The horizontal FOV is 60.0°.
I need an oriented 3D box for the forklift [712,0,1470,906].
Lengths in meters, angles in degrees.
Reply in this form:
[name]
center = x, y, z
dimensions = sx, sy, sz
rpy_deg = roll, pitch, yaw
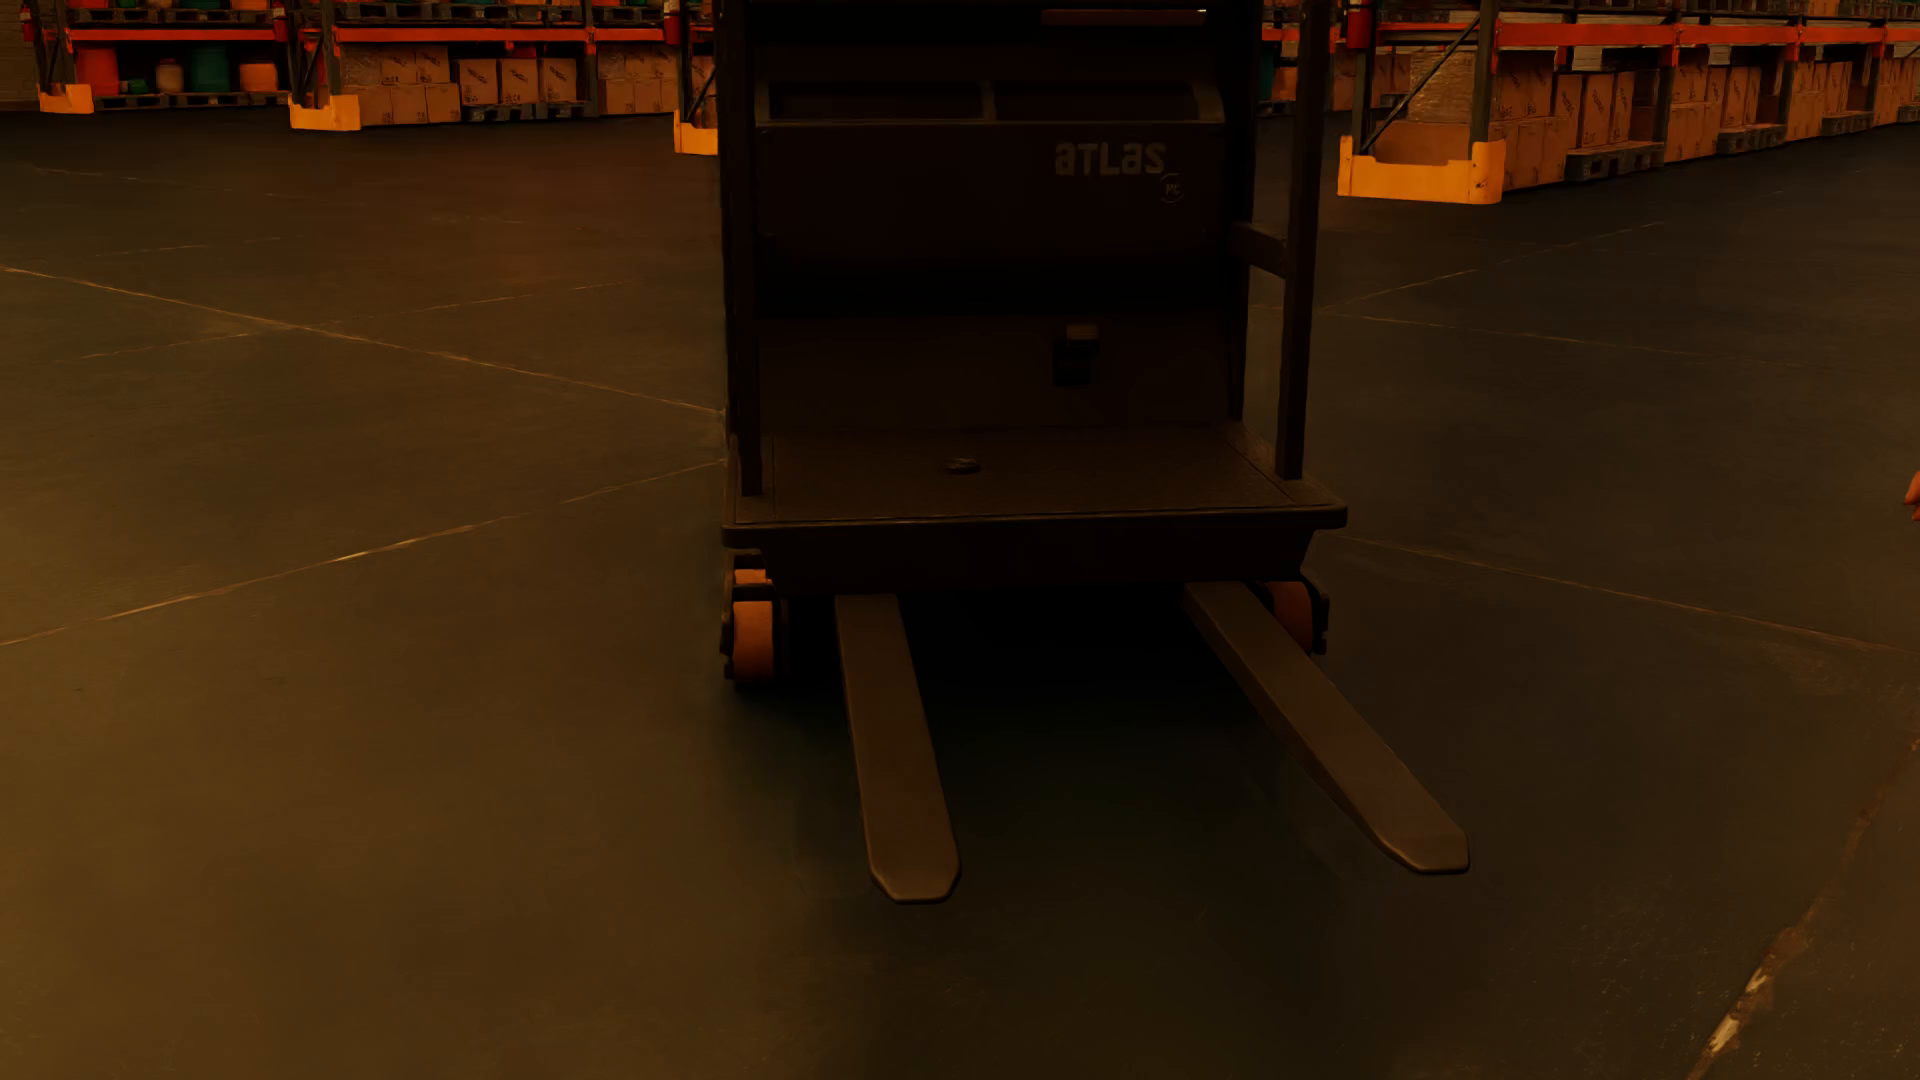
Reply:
[forklift]
center = 0.087, -1.235, 2.965
dimensions = 1.130, 2.935, 3.031
rpy_deg = -2, 17, -6
